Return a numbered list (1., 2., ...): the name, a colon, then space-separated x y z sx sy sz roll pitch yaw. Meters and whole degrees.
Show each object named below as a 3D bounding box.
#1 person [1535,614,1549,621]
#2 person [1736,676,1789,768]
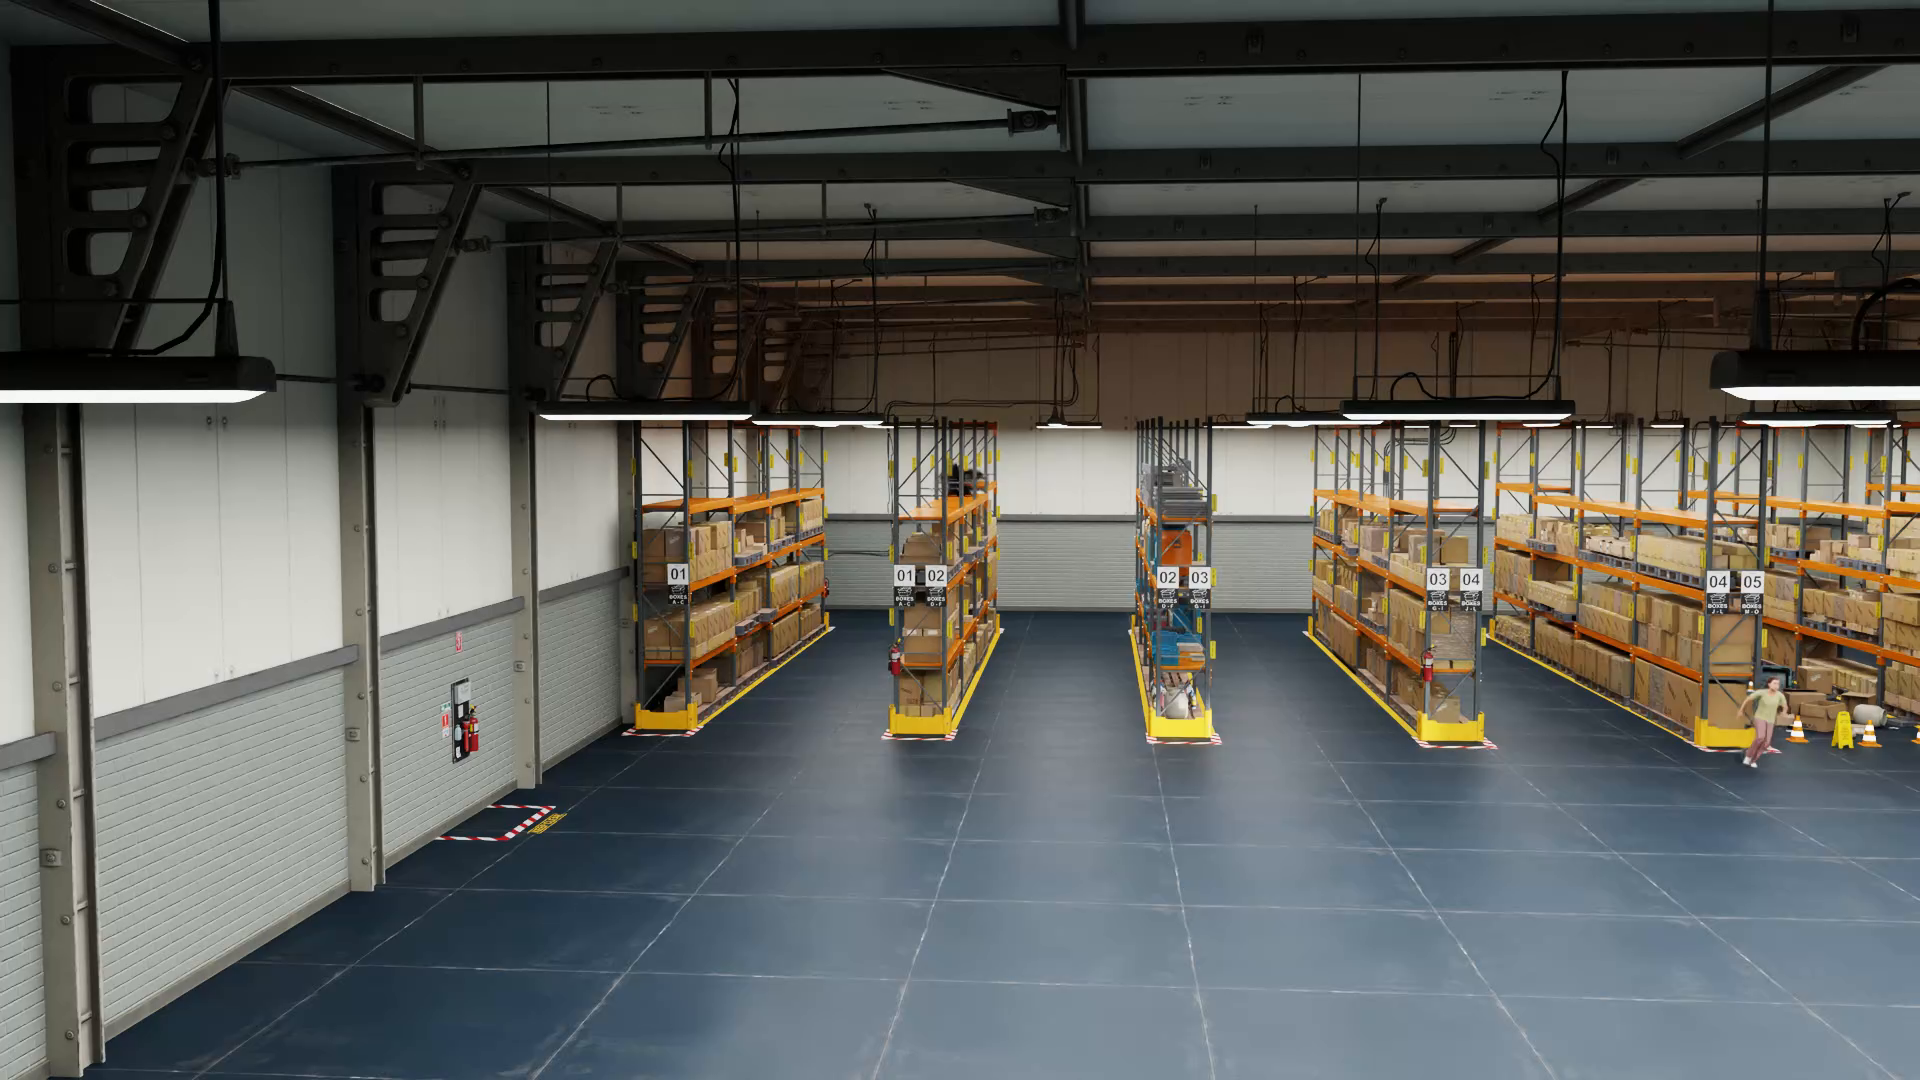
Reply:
1. person: 16.381 1.858 46.945 0.736 1.611 0.624 3 5 38
2. person: 13.721 3.108 28.309 0.749 1.594 0.598 0 4 -4
